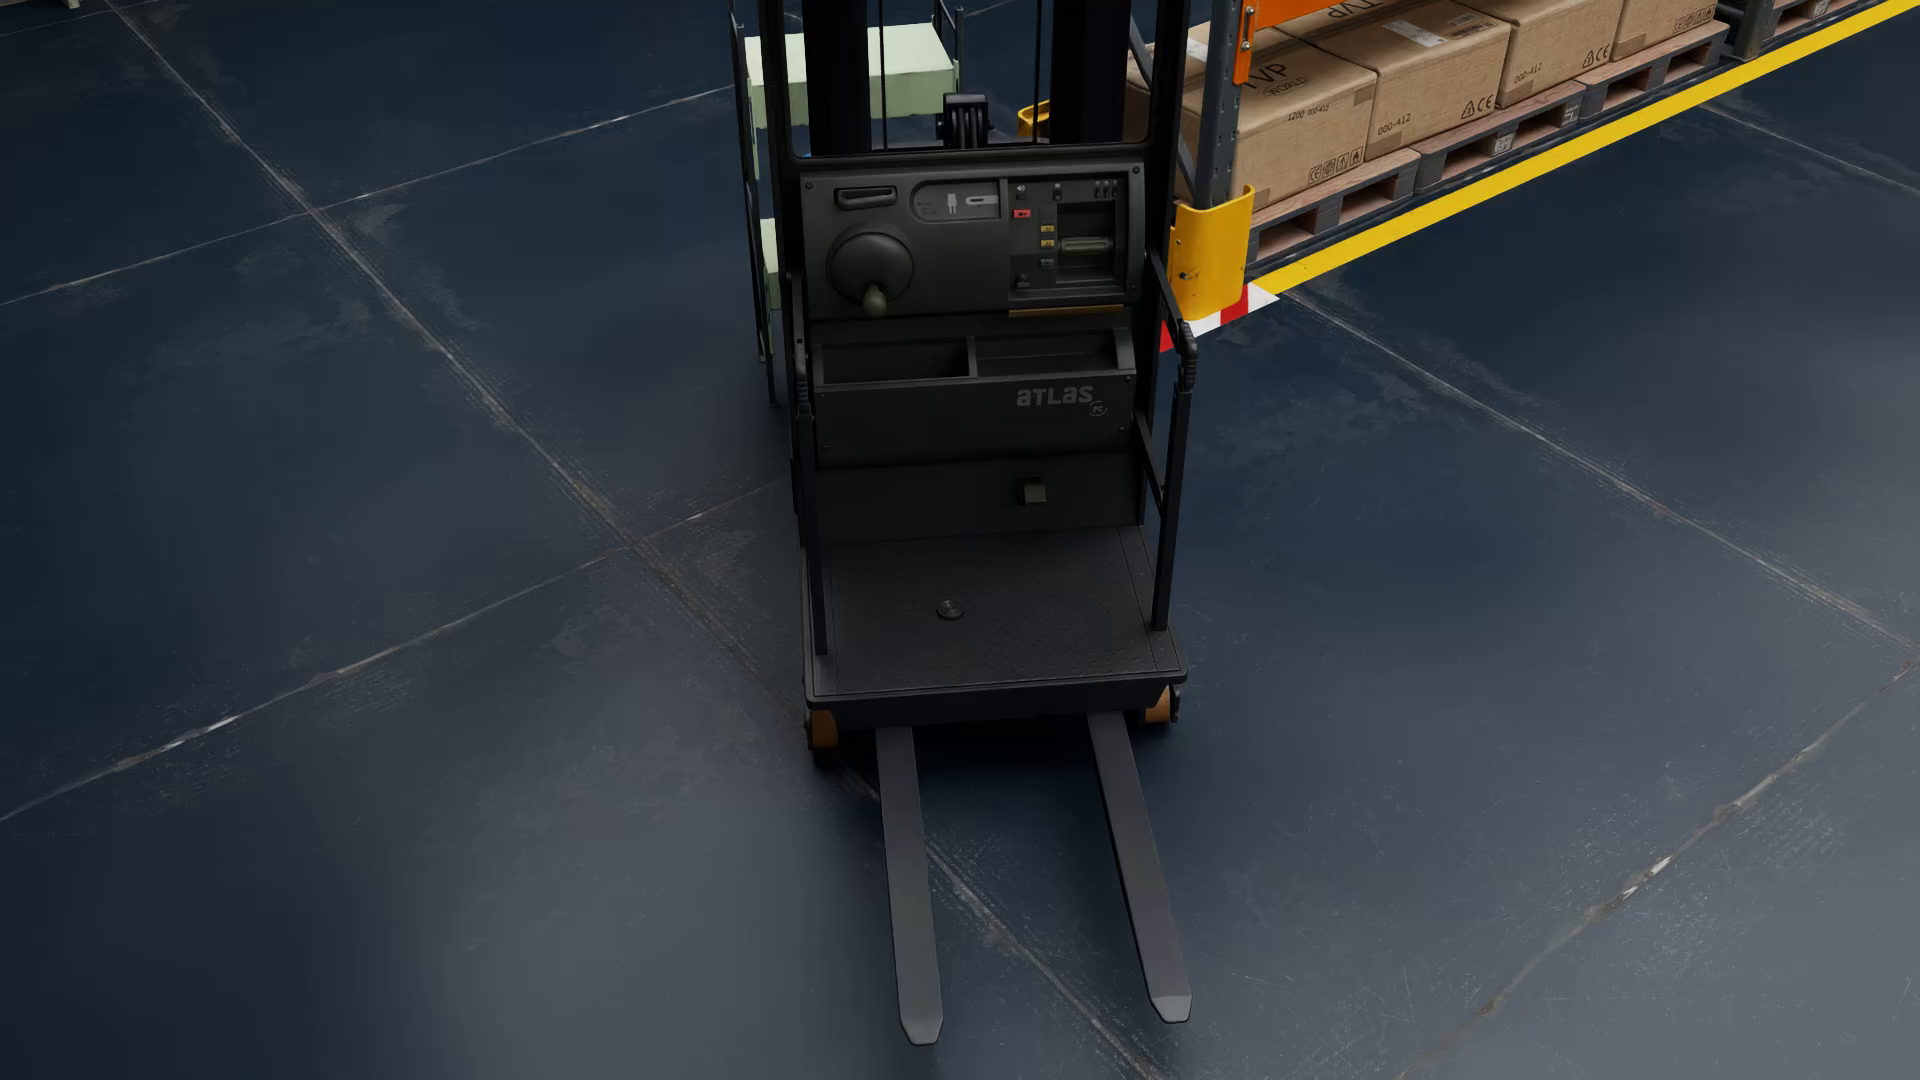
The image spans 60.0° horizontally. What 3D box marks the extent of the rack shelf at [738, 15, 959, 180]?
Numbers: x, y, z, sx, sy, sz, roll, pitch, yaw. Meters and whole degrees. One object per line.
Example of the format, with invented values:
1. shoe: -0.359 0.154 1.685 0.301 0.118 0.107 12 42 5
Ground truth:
1. rack shelf: -0.399 -1.565 5.859 0.720 0.370 0.431 -8 40 -9

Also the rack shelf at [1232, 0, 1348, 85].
1. rack shelf: 2.322 -2.909 7.498 4.000 0.370 1.077 -26 46 -28

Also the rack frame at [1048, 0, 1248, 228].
1. rack frame: 0.736 -2.414 6.328 0.127 3.000 1.000 -26 46 -28

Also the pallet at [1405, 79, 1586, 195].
1. pallet: 2.289 -2.153 8.209 1.213 0.211 1.003 -26 46 -28

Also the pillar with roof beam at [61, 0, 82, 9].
1. pillar with roof beam: -2.355 -4.475 4.110 0.400 9.000 9.100 -26 46 -28

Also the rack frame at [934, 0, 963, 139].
1. rack frame: -0.040 -1.311 6.165 0.023 1.500 0.400 -8 40 -9

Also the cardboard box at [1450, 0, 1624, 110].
1. cardboard box: 2.635 -2.597 8.240 0.875 0.438 0.875 -27 47 -29

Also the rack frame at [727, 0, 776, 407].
1. rack frame: -0.757 -1.215 6.049 0.023 1.500 0.400 -8 40 -9

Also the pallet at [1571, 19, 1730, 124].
1. pallet: 3.257 -2.627 8.787 1.213 0.211 1.003 -26 46 -28

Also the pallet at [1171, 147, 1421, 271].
1. pallet: 1.323 -1.684 7.637 1.213 0.211 1.003 -26 46 -28

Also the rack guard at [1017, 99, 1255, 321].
1. rack guard: 0.717 -1.439 7.109 0.348 0.500 1.175 -26 46 -28

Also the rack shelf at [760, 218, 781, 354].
1. rack shelf: -0.399 -1.011 6.314 0.720 0.370 0.431 -8 40 -9

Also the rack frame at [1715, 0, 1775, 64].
1. rack frame: 3.908 -3.960 8.212 0.127 3.000 1.000 -26 46 -28

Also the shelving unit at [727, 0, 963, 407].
1. shelving unit: -0.399 -1.263 6.107 0.755 1.500 0.431 -8 40 -9

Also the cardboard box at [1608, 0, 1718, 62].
1. cardboard box: 3.345 -2.943 8.662 0.875 0.438 0.875 -27 46 -29

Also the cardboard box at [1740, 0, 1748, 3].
1. cardboard box: 4.351 -3.581 9.094 0.875 0.875 0.875 -25 45 -27

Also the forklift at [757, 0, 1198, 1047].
1. forklift: 0.063 -0.740 4.341 1.130 2.935 3.031 -4 40 -5

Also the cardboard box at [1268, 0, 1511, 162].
1. cardboard box: 1.919 -2.249 7.816 0.875 0.438 0.875 -25 45 -27

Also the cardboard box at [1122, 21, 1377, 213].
1. cardboard box: 1.199 -1.891 7.380 0.875 0.438 0.875 -28 47 -29

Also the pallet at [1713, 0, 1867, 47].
1. pallet: 4.474 -3.218 9.506 1.213 0.211 1.003 -26 46 -28
